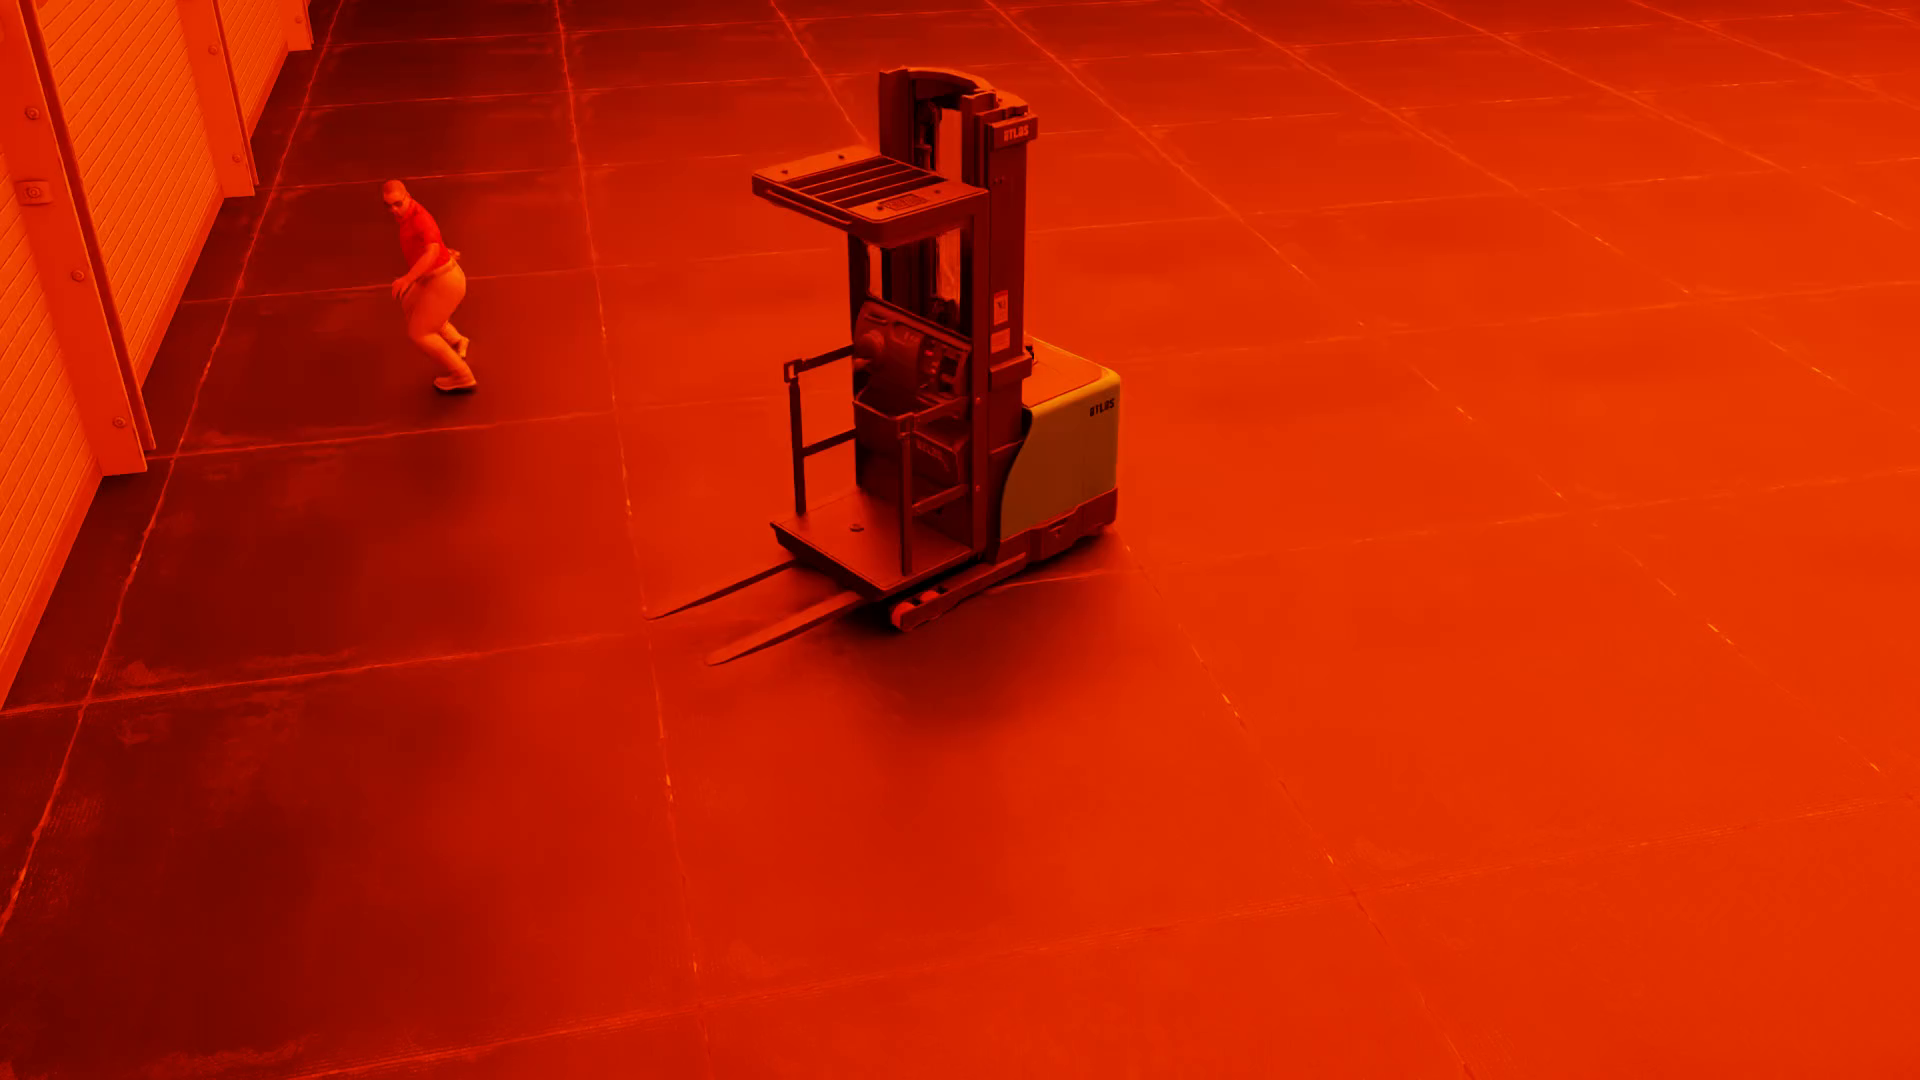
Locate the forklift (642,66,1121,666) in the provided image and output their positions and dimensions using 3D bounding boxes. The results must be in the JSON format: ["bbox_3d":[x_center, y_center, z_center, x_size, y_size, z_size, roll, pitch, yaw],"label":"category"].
[{"bbox_3d":[-0.437,-1.035,9.363,3.031,2.935,1.130,-24,38,-35],"label":"forklift"}]

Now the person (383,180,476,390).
[{"bbox_3d":[-3.935,-1.896,12.322,0.526,1.648,1.017,-9,31,-15],"label":"person"}]
